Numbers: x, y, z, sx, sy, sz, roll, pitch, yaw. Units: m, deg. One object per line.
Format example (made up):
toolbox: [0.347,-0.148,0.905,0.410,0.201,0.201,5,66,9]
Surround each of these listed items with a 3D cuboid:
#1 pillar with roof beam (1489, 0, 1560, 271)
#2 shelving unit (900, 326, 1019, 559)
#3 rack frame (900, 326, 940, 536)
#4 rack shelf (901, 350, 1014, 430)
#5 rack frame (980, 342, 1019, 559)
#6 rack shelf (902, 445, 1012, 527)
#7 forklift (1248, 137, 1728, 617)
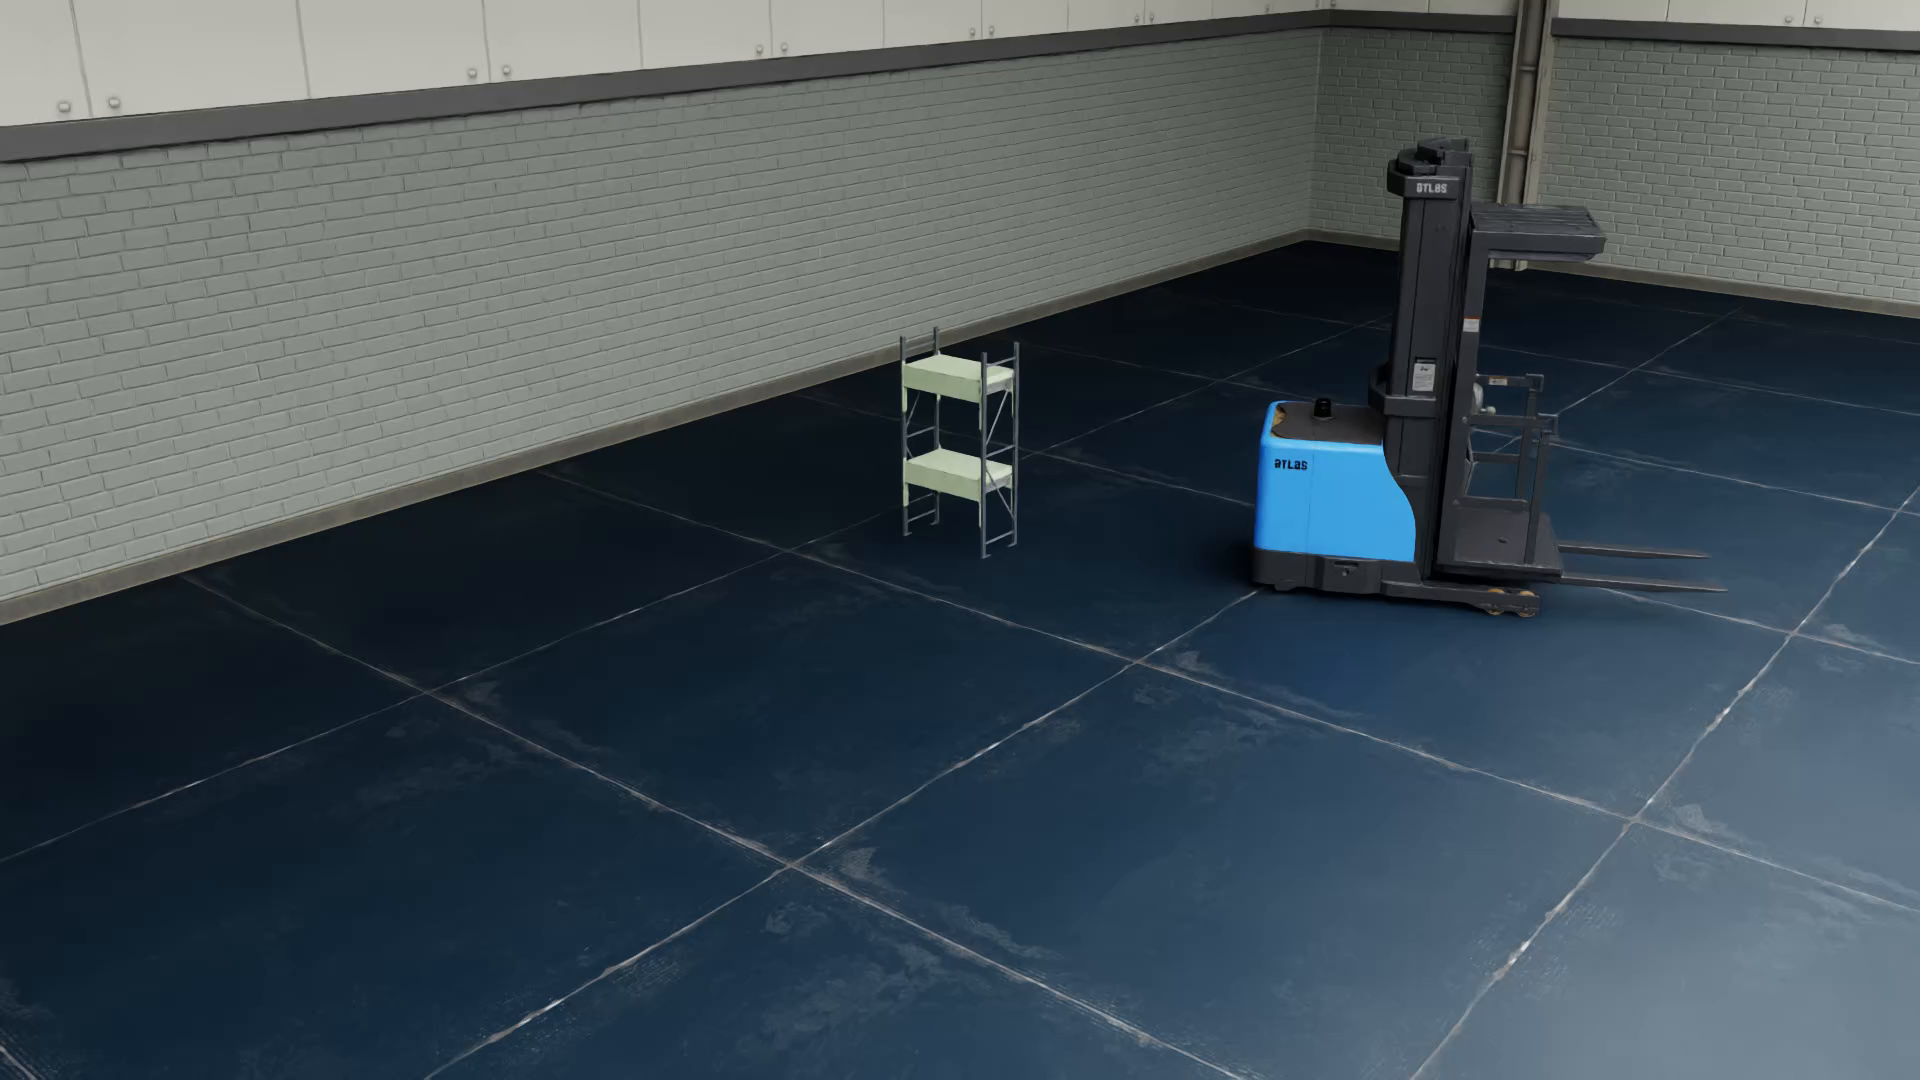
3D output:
pillar with roof beam: [4.371,-6.558,16.806,0.400,9.000,9.100,16,26,36]
shelving unit: [-0.005,-0.703,11.907,0.755,1.500,0.431,16,26,36]
rack frame: [-0.289,-0.785,12.124,0.023,1.500,0.400,16,26,36]
rack shelf: [-0.005,-1.068,11.770,0.720,0.370,0.431,16,26,36]
rack frame: [0.278,-0.622,11.691,0.023,1.500,0.400,16,26,36]
rack shelf: [-0.005,-0.398,12.023,0.720,0.370,0.431,16,26,36]
forklift: [3.532,-1.075,10.865,3.031,2.935,1.130,5,21,12]
